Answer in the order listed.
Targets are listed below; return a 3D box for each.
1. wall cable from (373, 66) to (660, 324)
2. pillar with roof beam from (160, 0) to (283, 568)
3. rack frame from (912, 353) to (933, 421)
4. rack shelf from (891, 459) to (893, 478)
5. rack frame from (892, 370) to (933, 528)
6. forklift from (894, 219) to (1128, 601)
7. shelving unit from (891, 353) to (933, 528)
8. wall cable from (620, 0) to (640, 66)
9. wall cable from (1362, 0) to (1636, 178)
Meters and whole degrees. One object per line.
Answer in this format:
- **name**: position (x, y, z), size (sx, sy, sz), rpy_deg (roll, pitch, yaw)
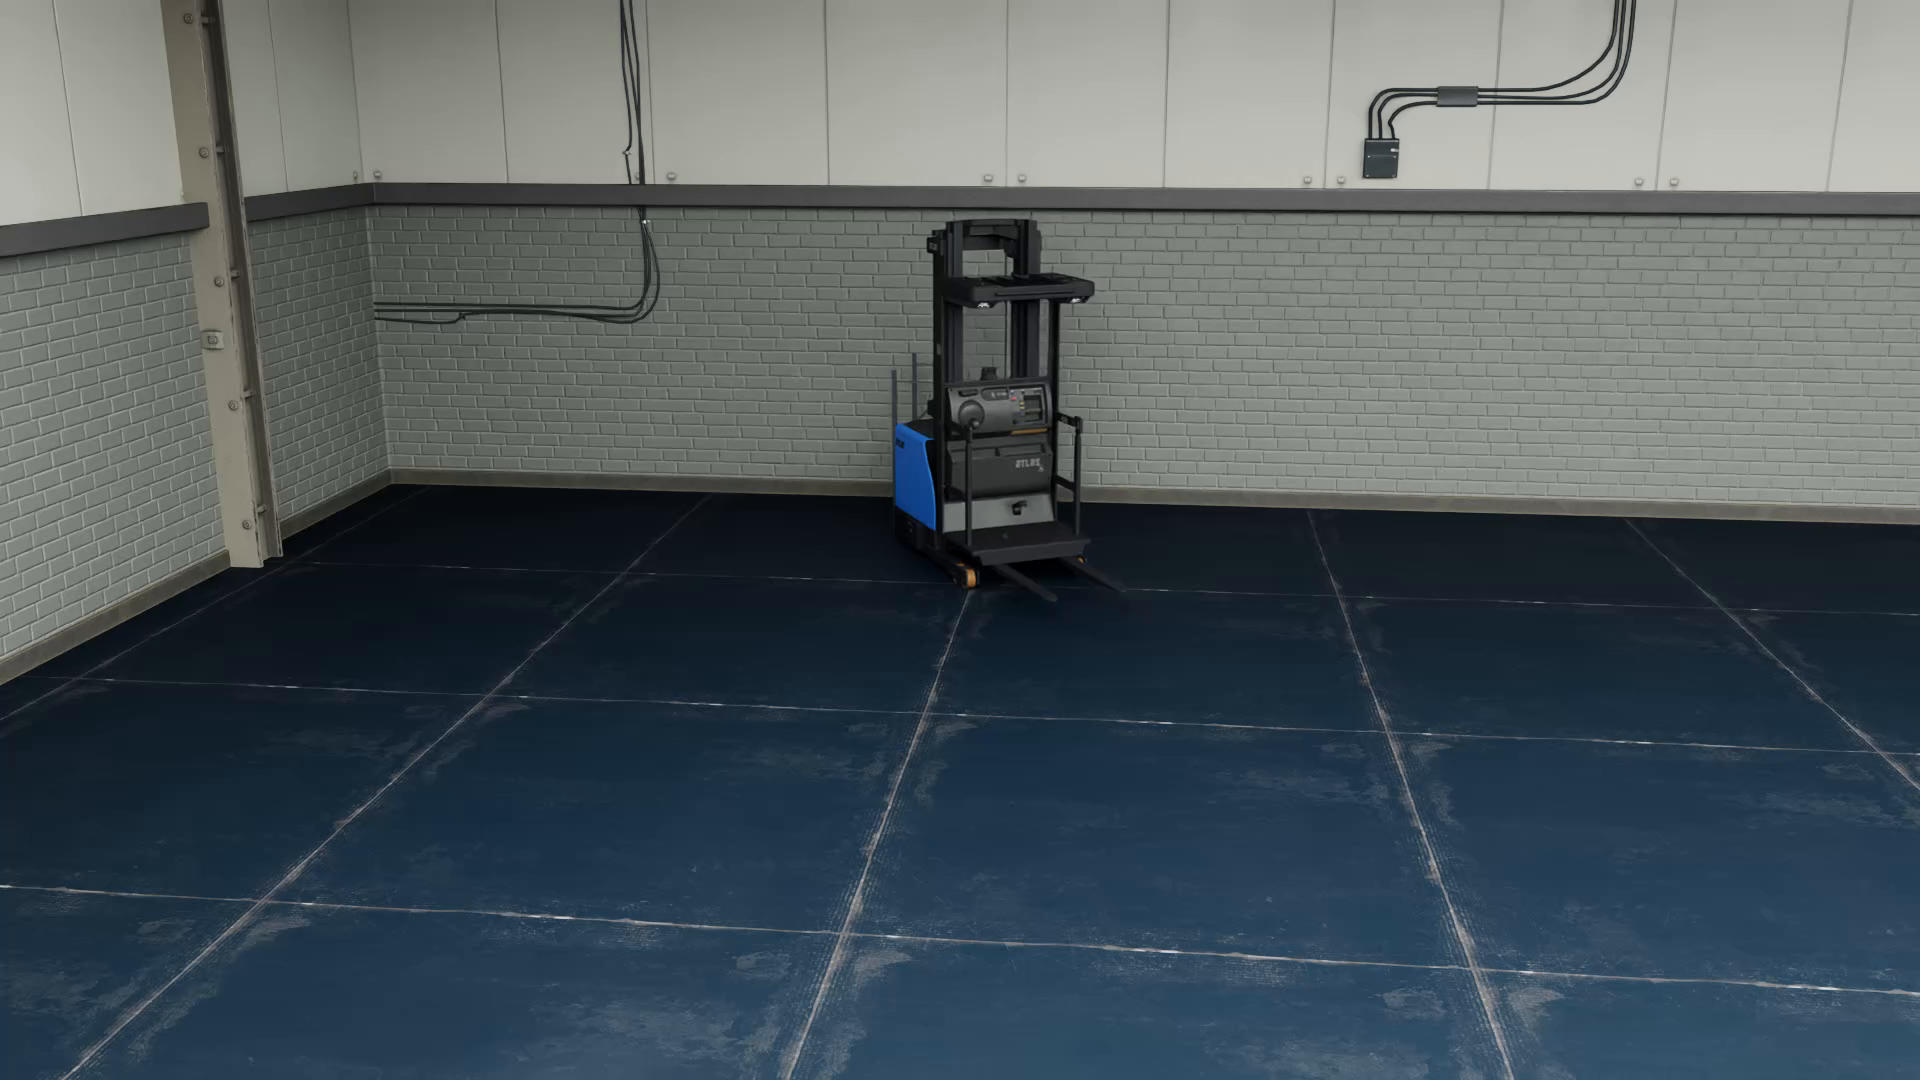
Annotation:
- **wall cable**: position (-4.527, -3.387, 16.486), size (3.097, 2.526, 0.112), rpy_deg (2, 15, 6)
- **pillar with roof beam**: position (-1.896, -4.034, 12.930), size (9.100, 9.000, 0.400), rpy_deg (2, 15, 6)
- **rack frame**: position (-0.221, -1.090, 16.407), size (0.500, 1.500, 0.032), rpy_deg (2, 15, 9)
- **rack shelf**: position (-0.300, -0.785, 15.970), size (0.538, 0.185, 1.000), rpy_deg (2, 15, 9)
- **rack frame**: position (-0.379, -0.828, 15.438), size (0.500, 1.500, 0.032), rpy_deg (2, 15, 9)
- **forklift**: position (0.423, -1.137, 13.838), size (1.130, 2.935, 3.031), rpy_deg (-6, 16, -22)
- **shelving unit**: position (-0.300, -0.959, 15.923), size (0.538, 1.500, 1.048), rpy_deg (2, 15, 9)
- **wall cable**: position (-1.839, -5.745, 15.532), size (3.097, 2.526, 0.112), rpy_deg (2, 15, 6)
- **wall cable**: position (4.904, -6.244, 14.587), size (2.305, 6.003, 0.169), rpy_deg (2, 15, 6)
